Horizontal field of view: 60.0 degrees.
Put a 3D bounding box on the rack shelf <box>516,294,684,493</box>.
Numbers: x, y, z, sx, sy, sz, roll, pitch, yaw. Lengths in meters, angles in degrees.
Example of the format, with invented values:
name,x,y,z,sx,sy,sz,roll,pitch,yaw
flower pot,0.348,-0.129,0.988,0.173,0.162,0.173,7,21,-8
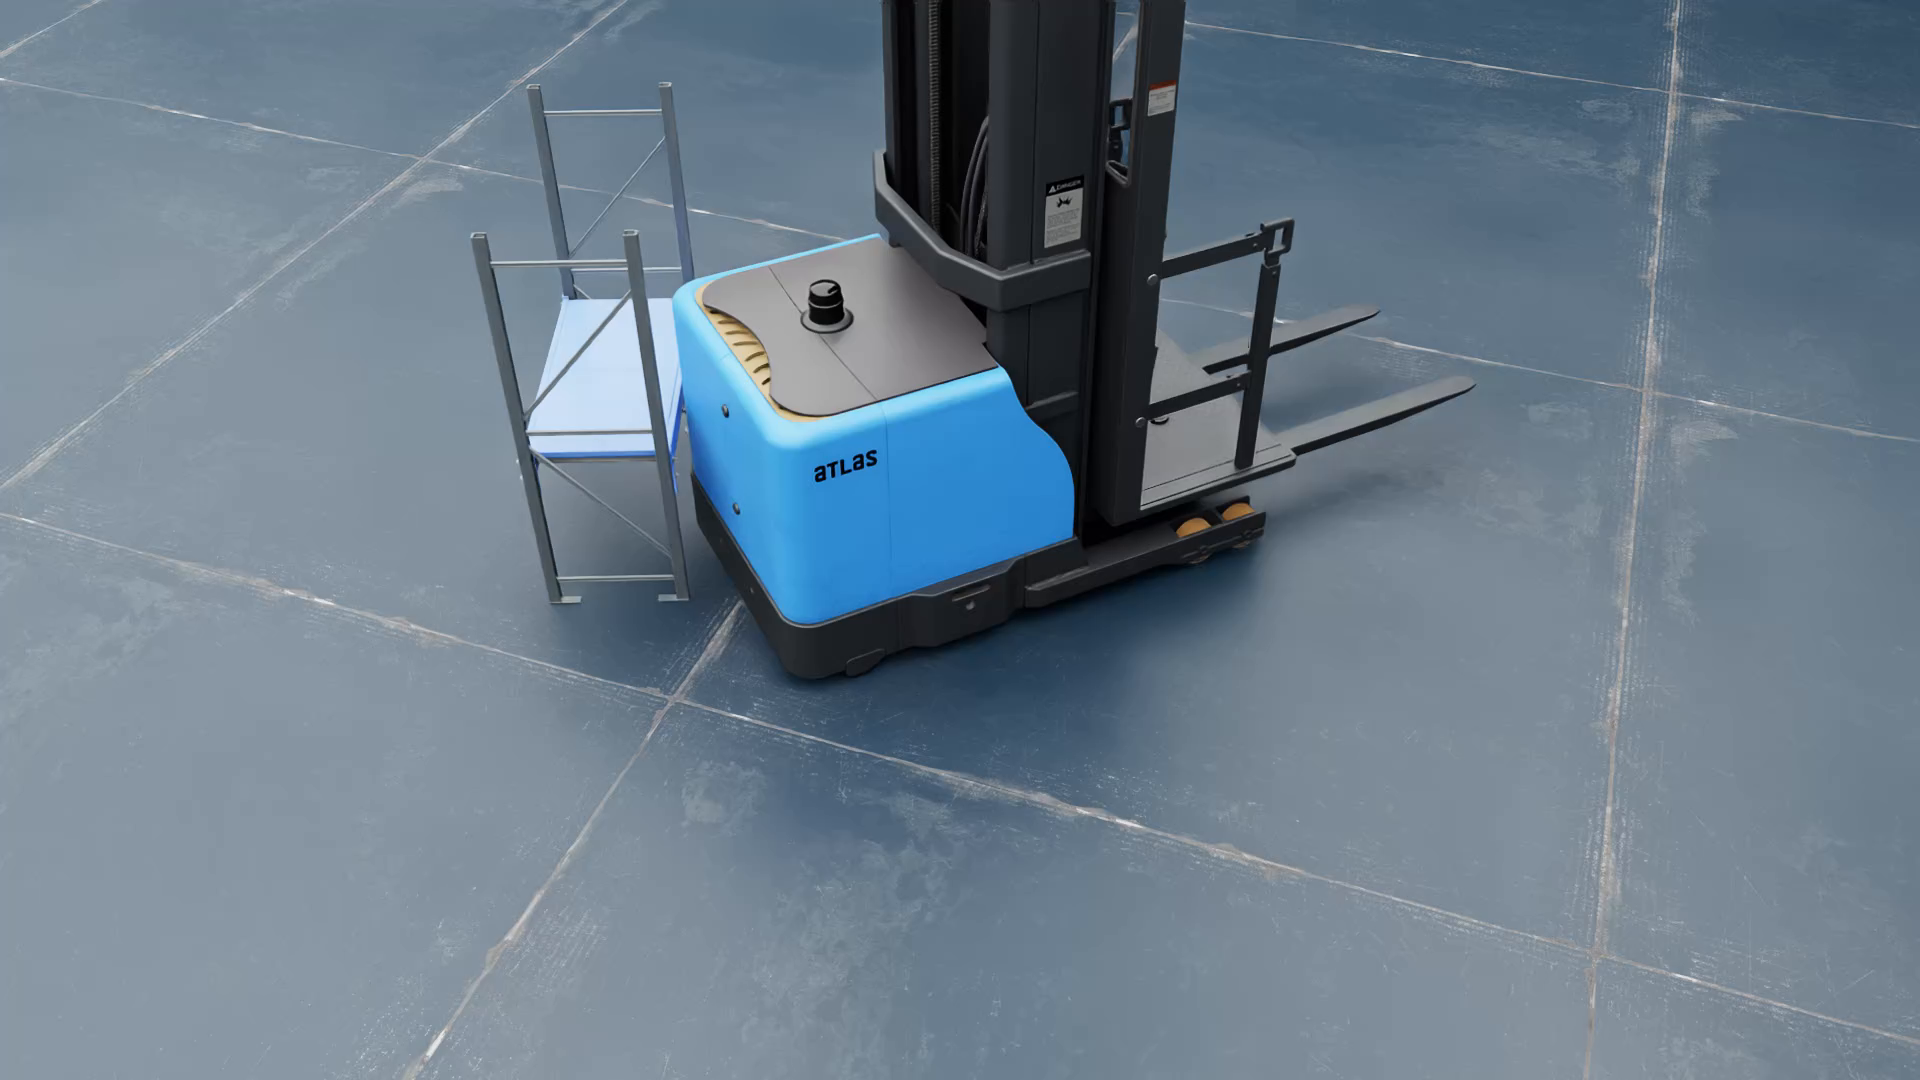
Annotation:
name,x,y,z,sx,sy,sz,roll,pitch,yaw
rack shelf,-1.242,-0.547,6.013,0.538,0.185,1.000,-1,40,-1

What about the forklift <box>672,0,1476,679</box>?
name,x,y,z,sx,sy,sz,roll,pitch,yaw
forklift,0.564,-1.317,5.536,3.031,2.935,1.130,-18,44,-20

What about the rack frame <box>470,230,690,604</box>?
name,x,y,z,sx,sy,sz,roll,pitch,yaw
rack frame,-1.226,-0.354,5.510,0.500,1.500,0.032,-1,40,-1

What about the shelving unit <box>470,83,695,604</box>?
name,x,y,z,sx,sy,sz,roll,pitch,yaw
shelving unit,-1.242,-0.684,5.896,0.538,1.500,1.048,-1,40,-1

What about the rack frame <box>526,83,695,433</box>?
name,x,y,z,sx,sy,sz,roll,pitch,yaw
rack frame,-1.258,-1.014,6.283,0.500,1.500,0.032,-1,40,-1
